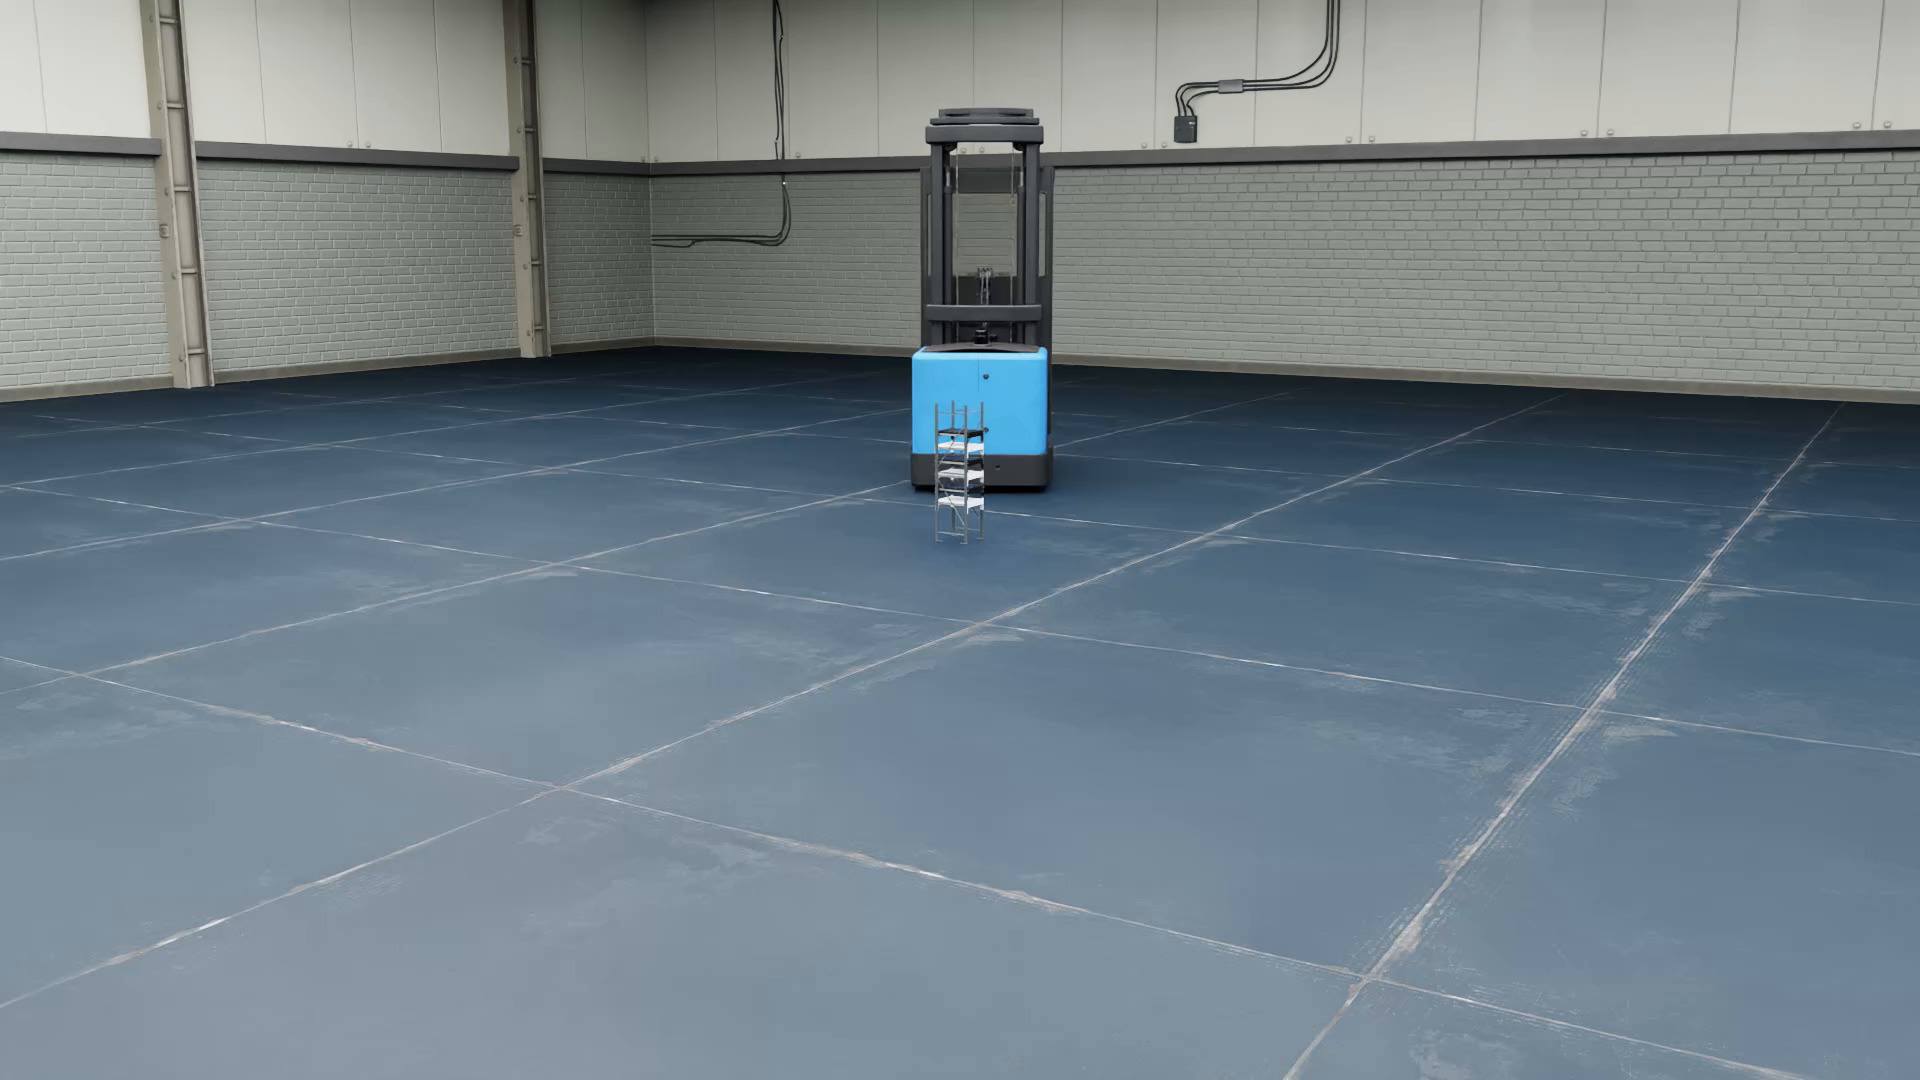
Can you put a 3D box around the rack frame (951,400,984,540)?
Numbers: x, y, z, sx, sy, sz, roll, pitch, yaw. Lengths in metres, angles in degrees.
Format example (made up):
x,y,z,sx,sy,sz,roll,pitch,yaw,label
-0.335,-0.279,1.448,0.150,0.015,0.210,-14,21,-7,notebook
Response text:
x,y,z,sx,sy,sz,roll,pitch,yaw,label
0.049,-0.457,10.864,0.240,0.900,0.006,6,12,31,rack frame

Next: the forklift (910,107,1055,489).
x,y,z,sx,sy,sz,roll,pitch,yaw,label
0.235,-2.064,13.930,1.130,2.935,3.031,1,11,4,forklift

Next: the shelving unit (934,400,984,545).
x,y,z,sx,sy,sz,roll,pitch,yaw,label
-0.004,-0.441,10.779,0.258,0.900,0.210,6,12,31,shelving unit

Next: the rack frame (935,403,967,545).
x,y,z,sx,sy,sz,roll,pitch,yaw,label
-0.057,-0.425,10.694,0.240,0.900,0.006,6,12,31,rack frame

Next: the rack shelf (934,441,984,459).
x,y,z,sx,sy,sz,roll,pitch,yaw,label
-0.004,-0.585,10.752,0.258,0.077,0.200,6,12,31,rack shelf

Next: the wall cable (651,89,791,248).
x,y,z,sx,sy,sz,roll,pitch,yaw,label
-4.096,-6.154,27.724,3.097,2.526,0.112,6,12,31,wall cable

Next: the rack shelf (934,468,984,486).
x,y,z,sx,sy,sz,roll,pitch,yaw,label
-0.004,-0.408,10.785,0.258,0.077,0.200,6,12,31,rack shelf

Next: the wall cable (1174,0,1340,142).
x,y,z,sx,sy,sz,roll,pitch,yaw,label
4.009,-8.442,22.267,2.305,6.003,0.169,6,12,31,wall cable

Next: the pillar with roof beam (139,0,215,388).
x,y,z,sx,sy,sz,roll,pitch,yaw,label
-6.192,-5.988,18.401,9.100,9.000,0.400,6,12,31,pillar with roof beam

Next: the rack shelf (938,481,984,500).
x,y,z,sx,sy,sz,roll,pitch,yaw,label
-0.004,-0.320,10.802,0.258,0.077,0.200,6,12,31,rack shelf

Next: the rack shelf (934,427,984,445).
x,y,z,sx,sy,sz,roll,pitch,yaw,label
-0.004,-0.674,10.736,0.258,0.077,0.200,6,12,31,rack shelf

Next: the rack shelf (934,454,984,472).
x,y,z,sx,sy,sz,roll,pitch,yaw,label
-0.004,-0.497,10.769,0.258,0.077,0.200,6,12,31,rack shelf

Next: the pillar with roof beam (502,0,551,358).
x,y,z,sx,sy,sz,roll,pitch,yaw,label
-3.076,-6.932,23.441,9.100,9.000,0.400,6,12,31,pillar with roof beam

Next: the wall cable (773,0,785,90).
x,y,z,sx,sy,sz,roll,pitch,yaw,label
-1.784,-8.378,25.879,3.097,2.526,0.112,6,12,31,wall cable

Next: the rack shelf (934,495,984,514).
x,y,z,sx,sy,sz,roll,pitch,yaw,label
-0.004,-0.231,10.818,0.258,0.077,0.200,6,12,31,rack shelf
